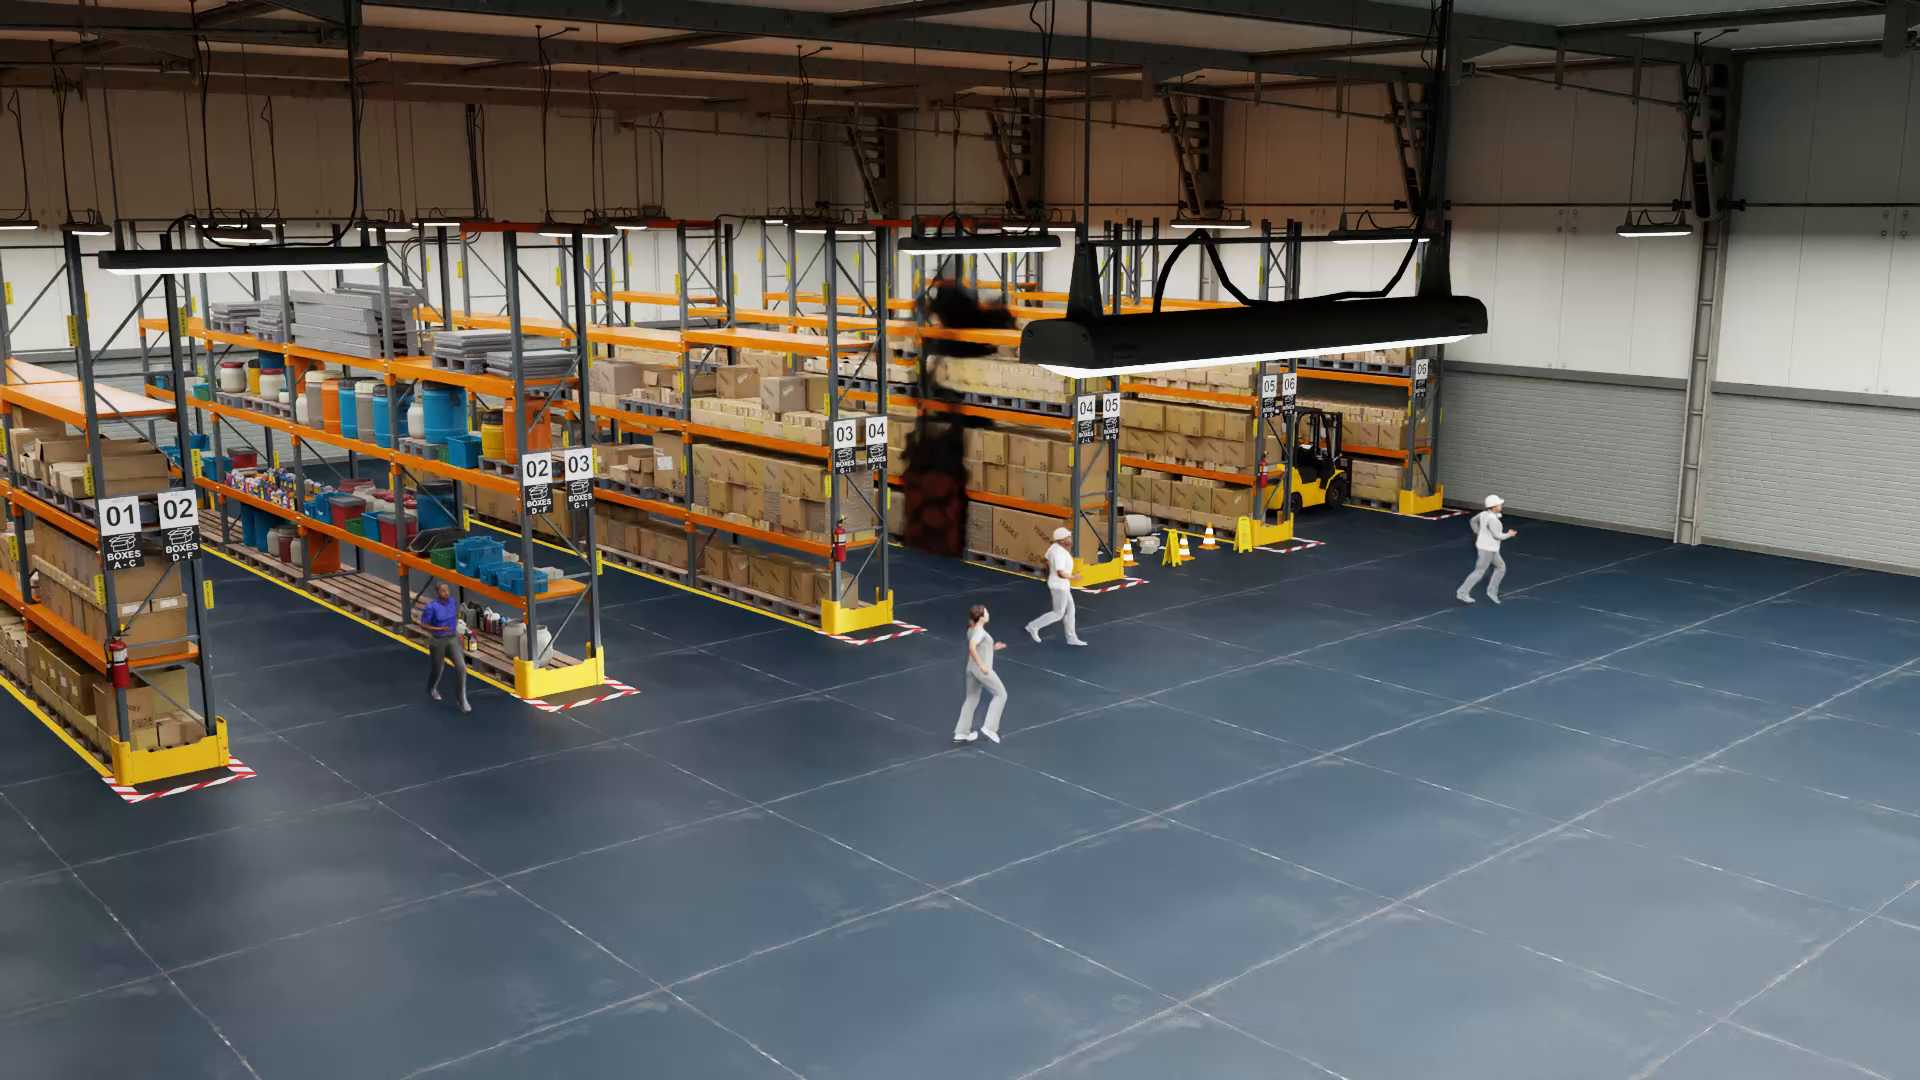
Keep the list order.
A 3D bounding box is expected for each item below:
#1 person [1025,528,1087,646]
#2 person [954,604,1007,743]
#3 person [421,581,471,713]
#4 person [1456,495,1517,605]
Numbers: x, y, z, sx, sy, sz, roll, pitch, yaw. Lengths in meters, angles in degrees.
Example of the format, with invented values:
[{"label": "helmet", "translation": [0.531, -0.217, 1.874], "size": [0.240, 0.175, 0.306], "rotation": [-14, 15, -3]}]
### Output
[{"label": "person", "translation": [1.398, 0.688, 24.053], "size": [0.927, 1.766, 0.709], "rotation": [-1, 11, -3]}, {"label": "person", "translation": [0.247, 1.597, 19.733], "size": [0.677, 1.704, 0.546], "rotation": [-6, 13, -26]}, {"label": "person", "translation": [-6.581, 1.332, 21.157], "size": [0.603, 1.687, 0.875], "rotation": [-11, 16, -42]}, {"label": "person", "translation": [8.410, 0.169, 26.578], "size": [0.887, 1.812, 0.662], "rotation": [1, 12, 7]}]
